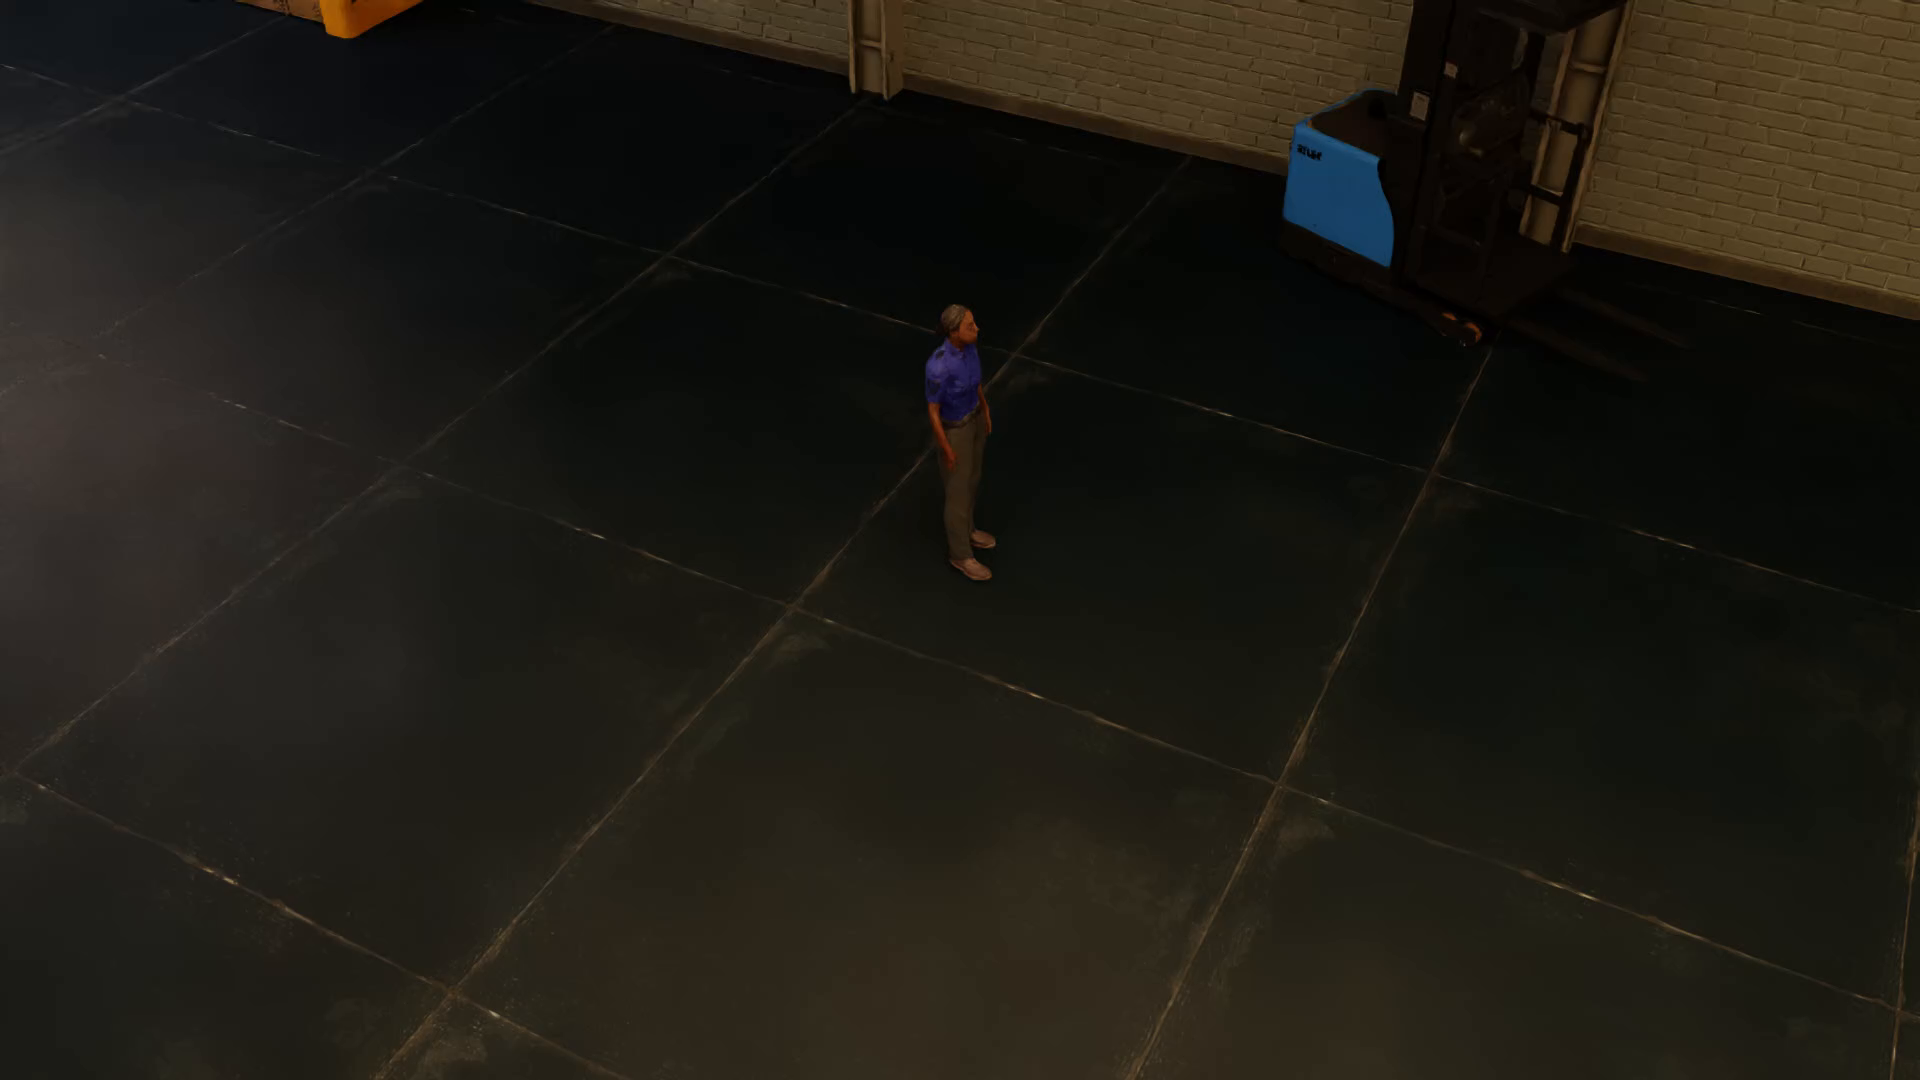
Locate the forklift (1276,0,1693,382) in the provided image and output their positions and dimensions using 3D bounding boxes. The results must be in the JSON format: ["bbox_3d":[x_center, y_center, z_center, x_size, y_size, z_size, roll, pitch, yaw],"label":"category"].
[{"bbox_3d":[3.814,-2.880,11.406,1.130,2.935,3.031,-31,49,-31],"label":"forklift"}]

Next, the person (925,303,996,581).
[{"bbox_3d":[0.069,-0.601,9.680,0.503,1.654,0.570,18,43,21],"label":"person"}]
